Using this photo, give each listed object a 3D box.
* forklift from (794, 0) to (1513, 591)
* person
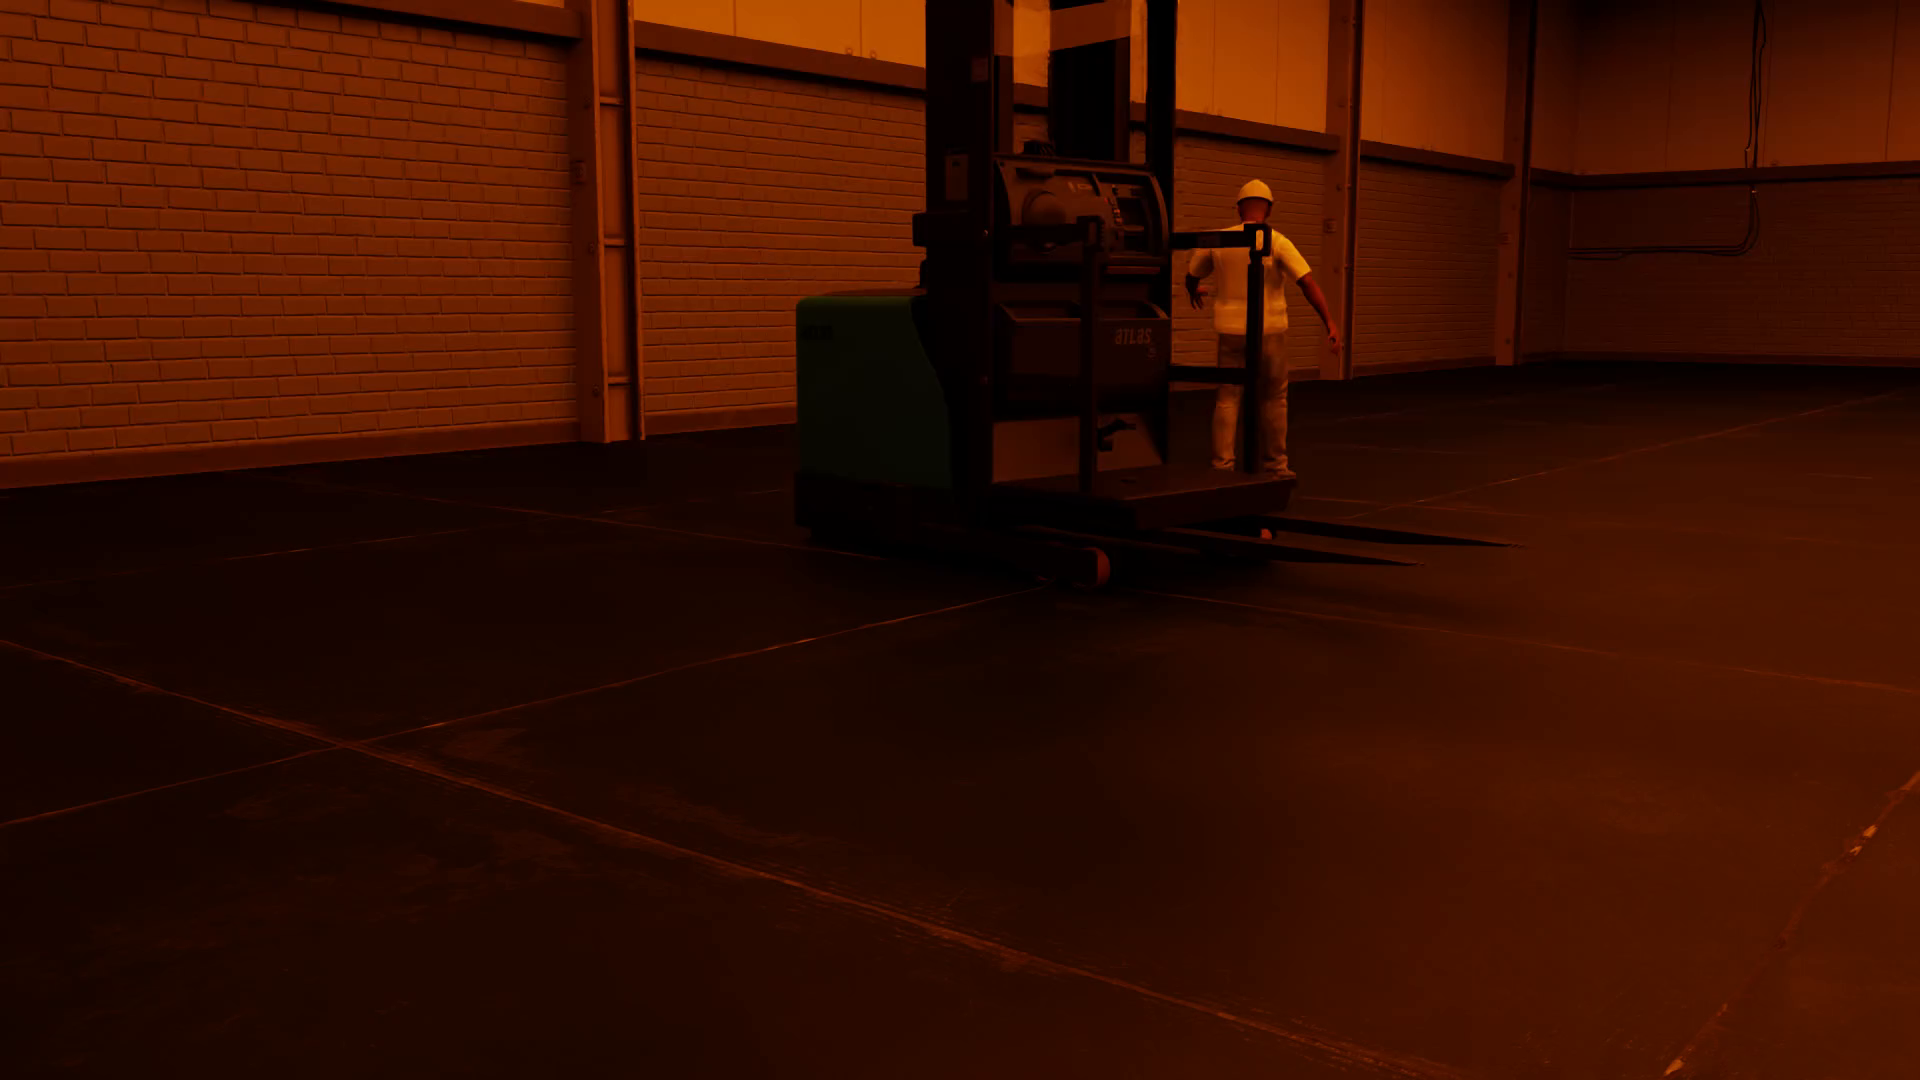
[{"bbox_3d":[0.644,-1.345,6.472,1.130,2.935,3.031,-8,11,-43],"label":"forklift"},{"bbox_3d":[1.748,-1.199,9.662,1.033,1.749,0.740,4,9,26],"label":"person"}]
